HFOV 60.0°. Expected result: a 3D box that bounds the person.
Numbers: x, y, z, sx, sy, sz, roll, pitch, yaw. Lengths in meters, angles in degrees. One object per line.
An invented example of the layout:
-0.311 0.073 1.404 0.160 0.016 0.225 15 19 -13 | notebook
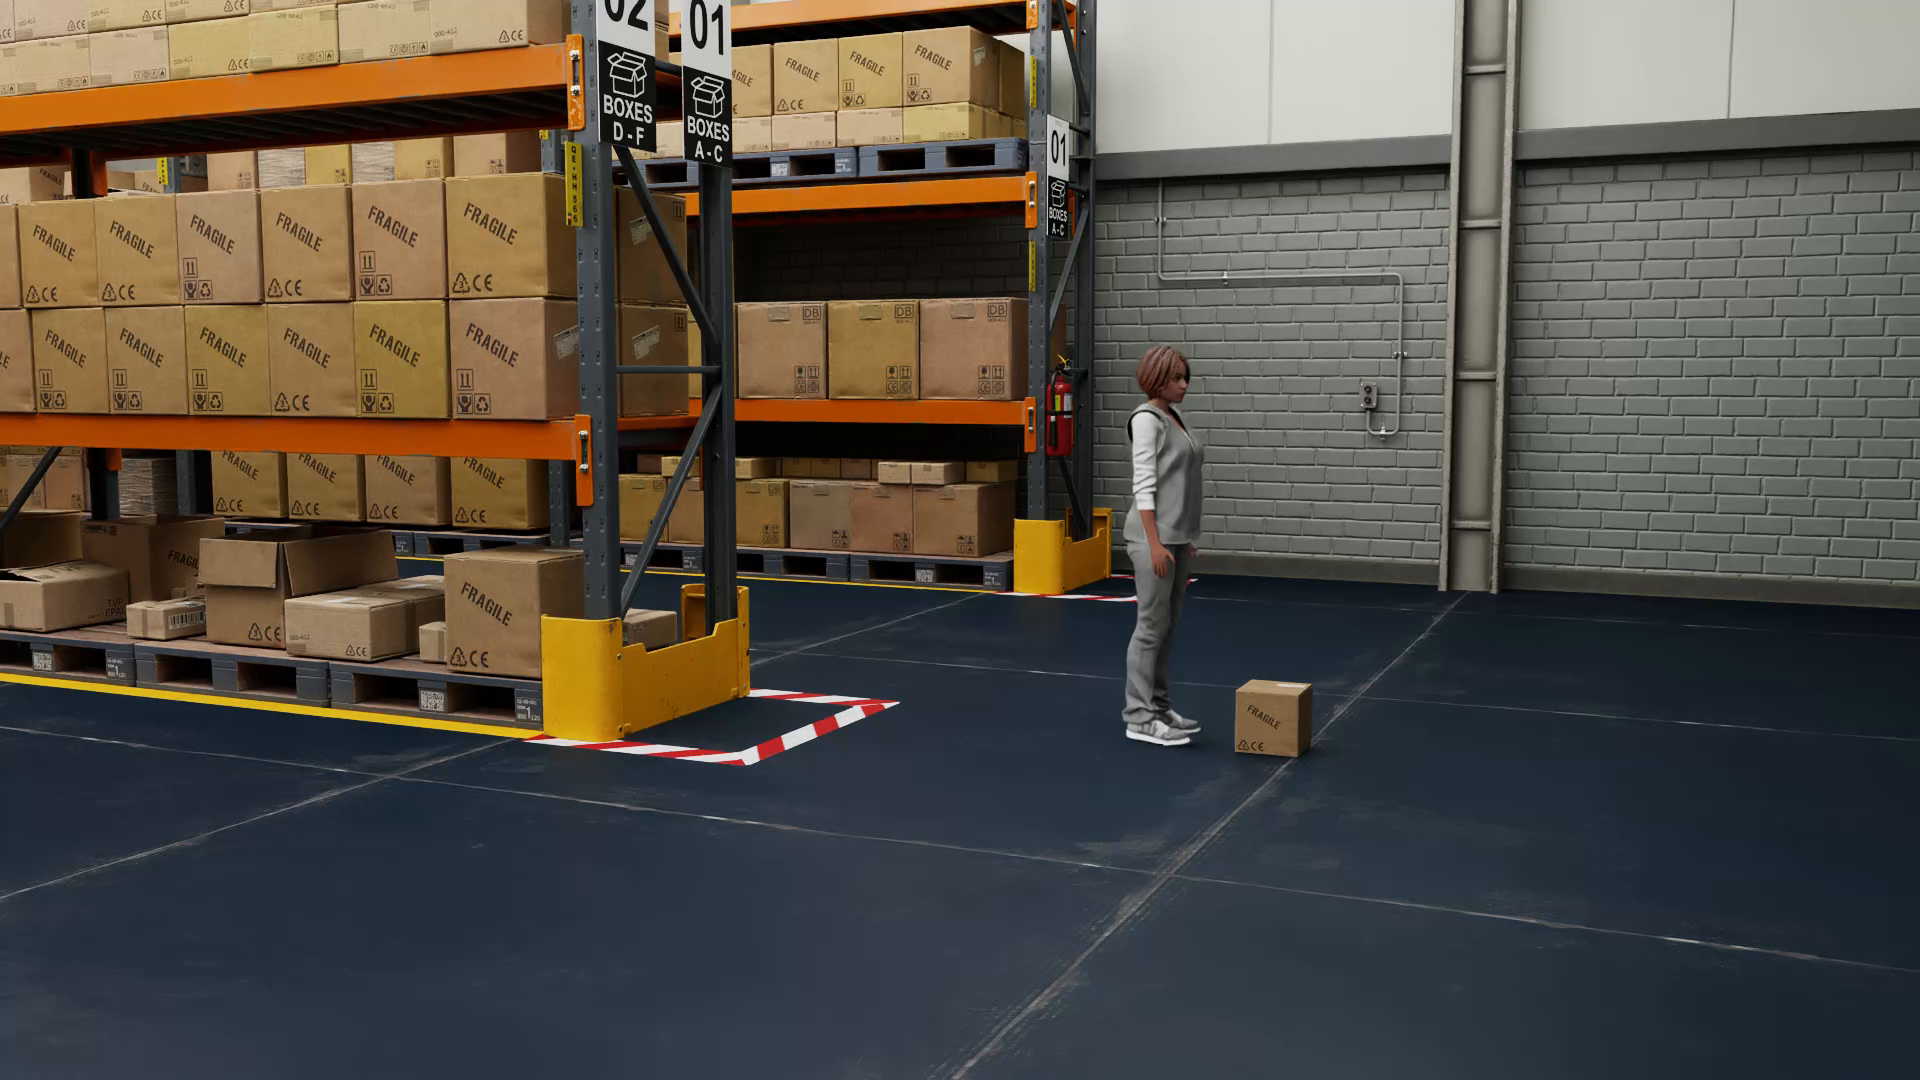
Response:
0.825 0.024 6.761 0.310 1.614 0.427 3 6 25 | person
